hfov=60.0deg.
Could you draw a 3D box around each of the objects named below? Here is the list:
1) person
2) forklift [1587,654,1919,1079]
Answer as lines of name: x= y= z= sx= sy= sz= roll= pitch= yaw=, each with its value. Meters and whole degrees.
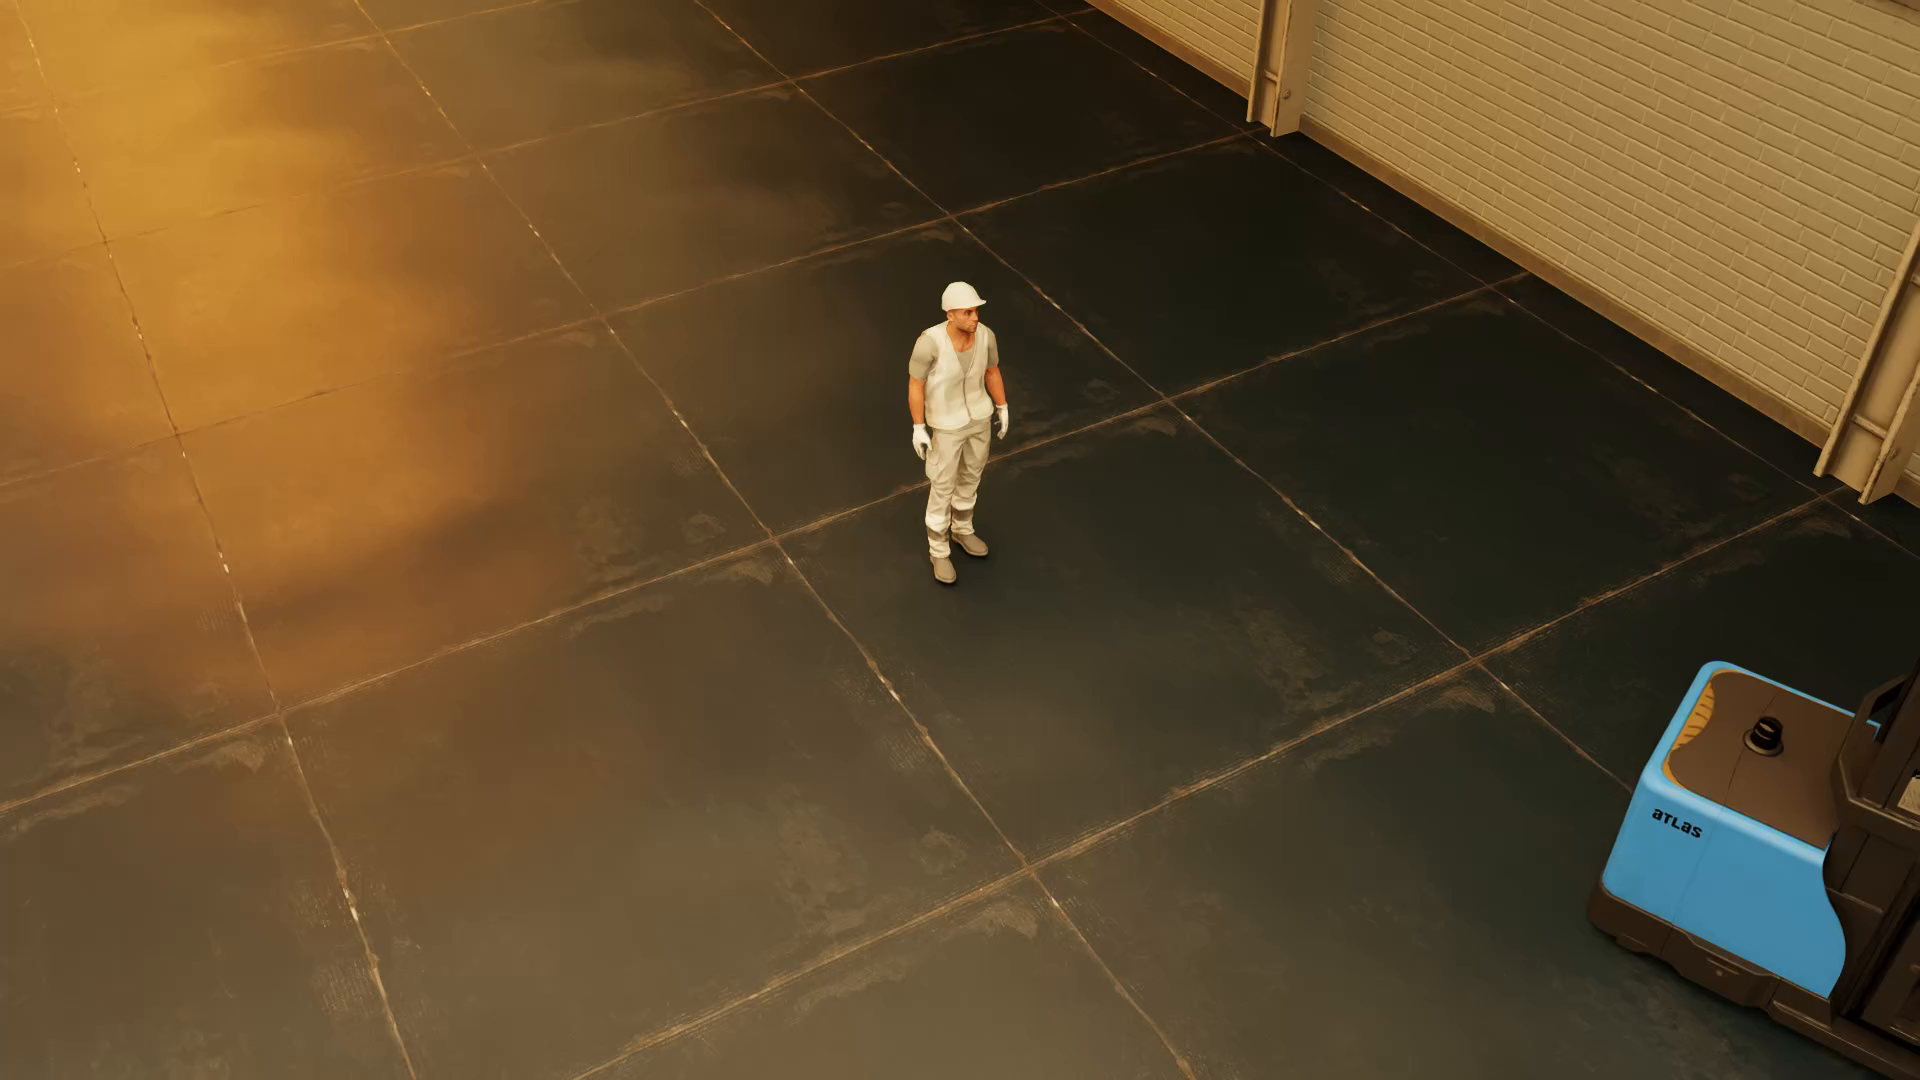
person: x=0.029 y=-0.647 z=9.698 sx=0.637 sy=1.785 sz=0.564 roll=-20 pitch=44 yaw=-23
forklift: x=4.519 y=1.060 z=6.759 sx=3.031 sy=2.935 sz=1.130 roll=25 pitch=46 yaw=27
